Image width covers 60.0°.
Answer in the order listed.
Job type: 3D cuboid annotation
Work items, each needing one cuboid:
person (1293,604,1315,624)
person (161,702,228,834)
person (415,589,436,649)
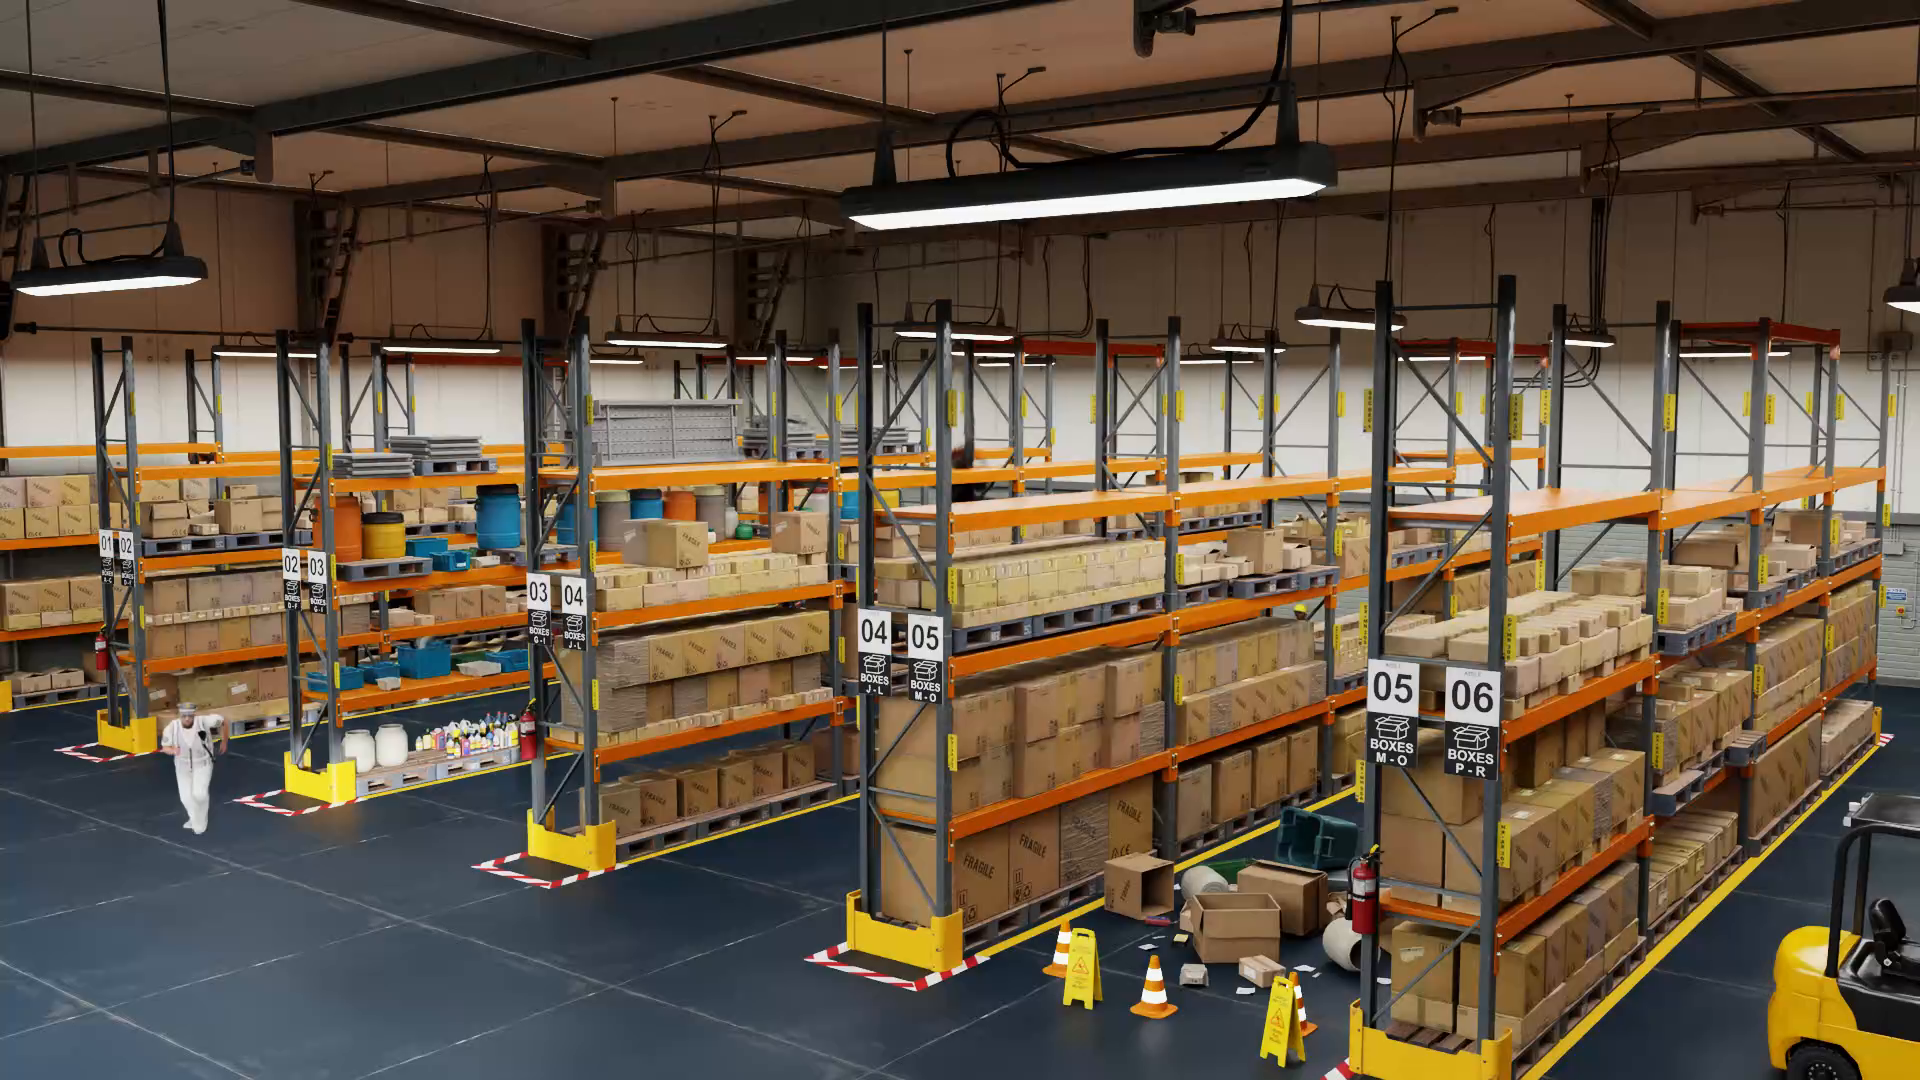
[{"bbox_3d":[5.545,1.920,27.120,0.698,1.775,0.853,4,6,37],"label":"person"},{"bbox_3d":[-8.940,2.659,19.471,0.693,1.637,0.965,-1,5,-16],"label":"person"},{"bbox_3d":[-9.709,1.705,30.425,0.568,1.622,0.702,3,6,33],"label":"person"}]
